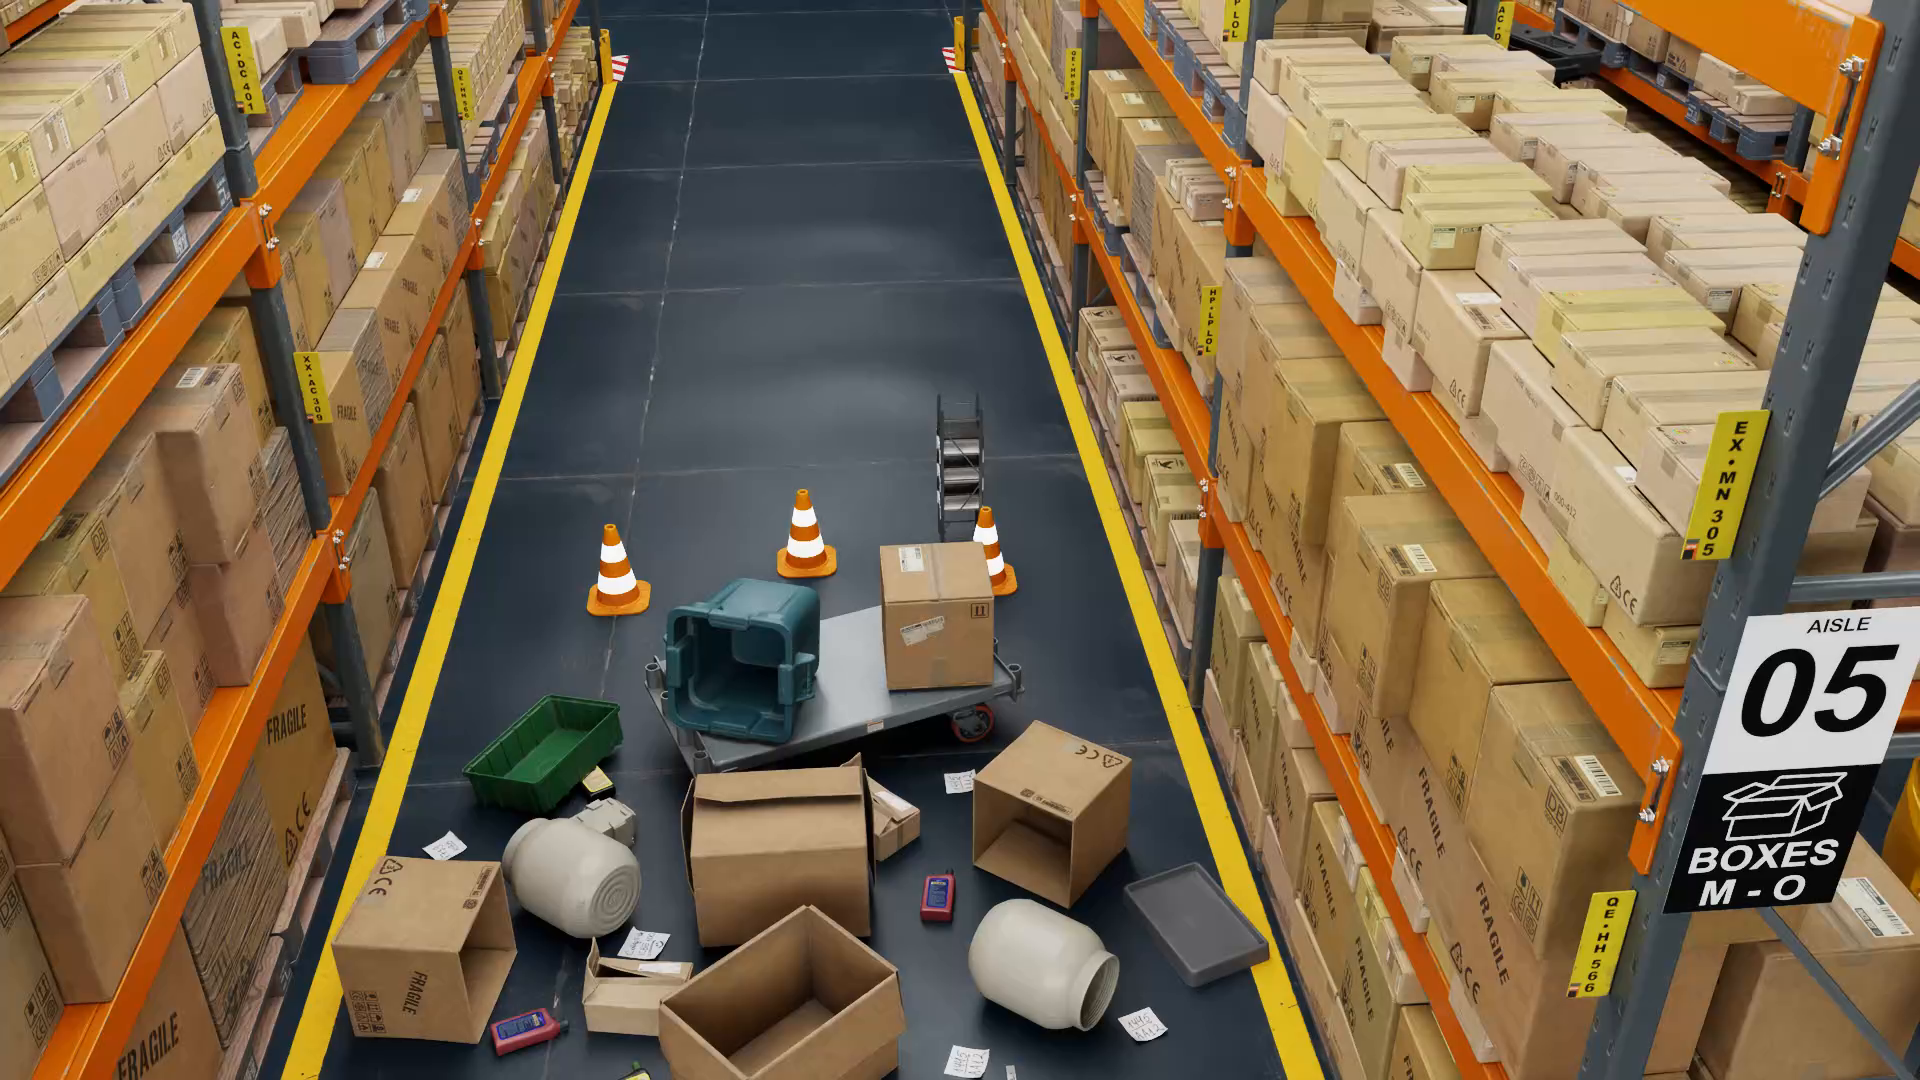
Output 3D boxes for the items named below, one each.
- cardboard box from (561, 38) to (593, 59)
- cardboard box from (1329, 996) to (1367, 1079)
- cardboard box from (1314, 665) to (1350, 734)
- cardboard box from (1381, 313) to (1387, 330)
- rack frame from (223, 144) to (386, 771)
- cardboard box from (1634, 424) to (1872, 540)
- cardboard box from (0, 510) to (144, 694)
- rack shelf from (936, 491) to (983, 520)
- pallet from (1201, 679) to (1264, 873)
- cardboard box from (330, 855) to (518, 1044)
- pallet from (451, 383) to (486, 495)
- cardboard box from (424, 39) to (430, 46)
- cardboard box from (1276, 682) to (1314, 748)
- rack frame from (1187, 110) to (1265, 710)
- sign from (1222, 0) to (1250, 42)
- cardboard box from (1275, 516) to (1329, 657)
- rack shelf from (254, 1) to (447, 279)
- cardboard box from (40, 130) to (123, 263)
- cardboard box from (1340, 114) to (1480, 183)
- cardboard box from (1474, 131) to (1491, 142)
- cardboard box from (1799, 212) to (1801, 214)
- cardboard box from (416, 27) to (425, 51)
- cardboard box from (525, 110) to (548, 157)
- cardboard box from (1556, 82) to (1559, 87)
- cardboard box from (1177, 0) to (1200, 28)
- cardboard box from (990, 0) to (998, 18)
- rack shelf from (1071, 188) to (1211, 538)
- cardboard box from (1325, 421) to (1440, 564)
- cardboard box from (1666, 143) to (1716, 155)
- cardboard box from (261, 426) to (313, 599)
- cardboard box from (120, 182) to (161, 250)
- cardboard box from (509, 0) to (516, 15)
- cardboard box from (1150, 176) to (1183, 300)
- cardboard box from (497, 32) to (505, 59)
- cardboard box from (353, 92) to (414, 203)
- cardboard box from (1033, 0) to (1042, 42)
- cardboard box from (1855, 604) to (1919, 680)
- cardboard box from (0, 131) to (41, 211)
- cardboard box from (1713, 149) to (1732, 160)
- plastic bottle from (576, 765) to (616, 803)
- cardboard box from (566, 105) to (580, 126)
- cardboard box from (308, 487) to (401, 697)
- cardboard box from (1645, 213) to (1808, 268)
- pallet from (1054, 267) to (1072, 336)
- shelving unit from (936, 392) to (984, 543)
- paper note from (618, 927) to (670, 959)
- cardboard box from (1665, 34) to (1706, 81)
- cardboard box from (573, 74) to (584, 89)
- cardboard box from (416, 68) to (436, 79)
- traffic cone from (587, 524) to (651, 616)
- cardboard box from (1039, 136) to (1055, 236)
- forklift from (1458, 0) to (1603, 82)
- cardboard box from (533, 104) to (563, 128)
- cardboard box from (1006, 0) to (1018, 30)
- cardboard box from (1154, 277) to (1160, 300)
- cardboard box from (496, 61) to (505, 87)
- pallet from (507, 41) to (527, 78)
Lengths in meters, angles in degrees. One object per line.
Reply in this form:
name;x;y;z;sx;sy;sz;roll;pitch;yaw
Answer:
cardboard box;-3.966;-5.027;17.032;0.380;0.149;0.250;-3;31;-6
cardboard box;1.645;1.885;5.942;0.500;0.250;0.500;-3;31;-4
cardboard box;1.527;0.572;6.113;0.380;0.149;0.250;-3;31;-5
cardboard box;1.583;-0.713;5.339;0.380;0.149;0.250;-3;31;-4
rack frame;-3.264;-0.204;7.167;1.000;3.000;0.127;-3;31;-5
cardboard box;1.703;-0.132;3.588;0.380;0.149;0.250;-2;31;-4
cardboard box;-3.126;0.285;5.148;0.875;0.550;0.500;-3;31;-5
rack shelf;-0.001;-0.207;9.636;0.258;0.077;0.200;-3;31;-5
pallet;1.753;1.045;7.795;1.003;0.211;1.213;-3;31;-5
cardboard box;-2.097;1.611;6.563;0.500;0.500;0.500;2;31;4
pallet;-3.639;-0.643;10.621;1.003;0.211;1.213;-3;31;-5
cardboard box;-4.381;-3.869;13.138;0.380;0.149;0.250;-3;31;-4
cardboard box;1.471;0.687;6.583;0.380;0.149;0.250;-1;31;-2
rack frame;1.655;-0.493;7.651;1.000;3.000;0.127;-3;31;-5
sign;1.103;-2.143;6.600;0.100;0.325;0.005;-3;31;-5
cardboard box;1.523;0.086;6.293;0.500;0.500;0.500;-3;31;-5
rack shelf;-3.451;-2.204;8.292;1.077;0.370;4.000;-3;31;-5
cardboard box;-2.871;-1.026;4.967;0.500;0.250;0.500;-3;31;-5
cardboard box;1.500;-1.313;5.565;0.380;0.149;0.250;-4;31;-6
cardboard box;2.012;-1.374;6.056;0.500;0.250;0.500;-3;31;-5
cardboard box;6.436;-2.362;12.808;0.500;0.500;0.500;-3;31;-4
cardboard box;-4.357;-3.869;12.848;0.380;0.149;0.250;-4;31;-7
cardboard box;-3.690;-3.350;13.730;0.500;0.250;0.500;-4;31;-6
cardboard box;5.576;-4.681;16.691;0.700;0.500;0.500;-4;31;-6
cardboard box;1.367;-2.707;8.169;0.500;0.250;0.500;-2;31;-4
cardboard box;0.556;-5.107;15.278;0.500;0.500;0.500;-3;31;-6
rack shelf;1.468;-1.205;9.545;1.077;0.370;4.000;-3;31;-5
cardboard box;1.665;-0.077;5.591;0.700;0.500;0.500;-3;31;-5
cardboard box;5.829;-3.079;13.376;0.380;0.149;0.250;-4;31;-7
cardboard box;-3.218;-0.081;6.814;0.875;0.550;0.550;-3;31;-5
cardboard box;-2.838;-1.046;5.389;0.380;0.149;0.250;-3;31;-4
cardboard box;-3.754;-4.284;13.252;0.380;0.149;0.250;-4;31;-6
cardboard box;1.294;-1.586;8.683;0.500;0.500;0.500;-2;31;-3
cardboard box;-3.679;-3.762;12.668;0.380;0.149;0.250;-4;31;-7
cardboard box;-3.557;-2.231;9.488;0.700;0.500;0.500;-3;31;-5
cardboard box;0.836;-4.033;12.505;0.500;0.500;0.500;-3;31;-5
cardboard box;2.321;0.184;3.837;0.380;0.149;0.250;-3;31;-5
cardboard box;-2.770;-1.003;4.540;0.380;0.149;0.250;-2;31;-4
cardboard box;6.310;-3.099;13.410;0.380;0.149;0.250;-3;31;-4
plastic bottle;-1.736;1.126;7.806;0.133;0.061;0.283;-20;36;-30
cardboard box;-3.887;-4.107;16.072;0.380;0.149;0.250;-4;31;-6
cardboard box;-3.412;0.269;8.160;1.050;0.750;0.750;-3;31;-5
cardboard box;2.186;-0.814;4.730;0.380;0.149;0.250;-2;31;-3
pallet;1.283;-1.744;12.465;1.003;0.211;1.213;-3;31;-5
shelving unit;-0.001;-0.390;9.527;0.258;0.900;0.210;-3;31;-5
paper note;-1.315;1.679;6.917;0.172;0.023;0.155;8;32;13
cardboard box;5.886;-3.824;12.717;0.797;0.503;0.637;-3;31;-6
cardboard box;-3.935;-4.498;16.437;0.380;0.149;0.250;-1;31;-2
cardboard box;-3.534;-3.082;11.241;0.380;0.149;0.250;-3;31;-5
traffic cone;-1.886;0.128;9.085;0.336;0.463;0.334;-3;31;-5
cardboard box;1.137;-3.072;13.631;0.875;0.875;0.875;-2;31;-3
forklift;3.055;-2.041;10.309;1.130;2.935;3.031;-12;33;-19
cardboard box;-3.804;-3.830;15.027;0.380;0.149;0.250;-1;31;-2
cardboard box;0.668;-4.490;14.000;0.500;0.250;0.500;-4;31;-6
cardboard box;1.251;-1.337;8.898;0.380;0.149;0.250;-3;31;-5
cardboard box;-3.652;-3.503;12.525;0.380;0.149;0.250;-1;31;-2
pallet;-4.085;-3.809;13.390;1.003;0.211;1.213;-3;31;-5
